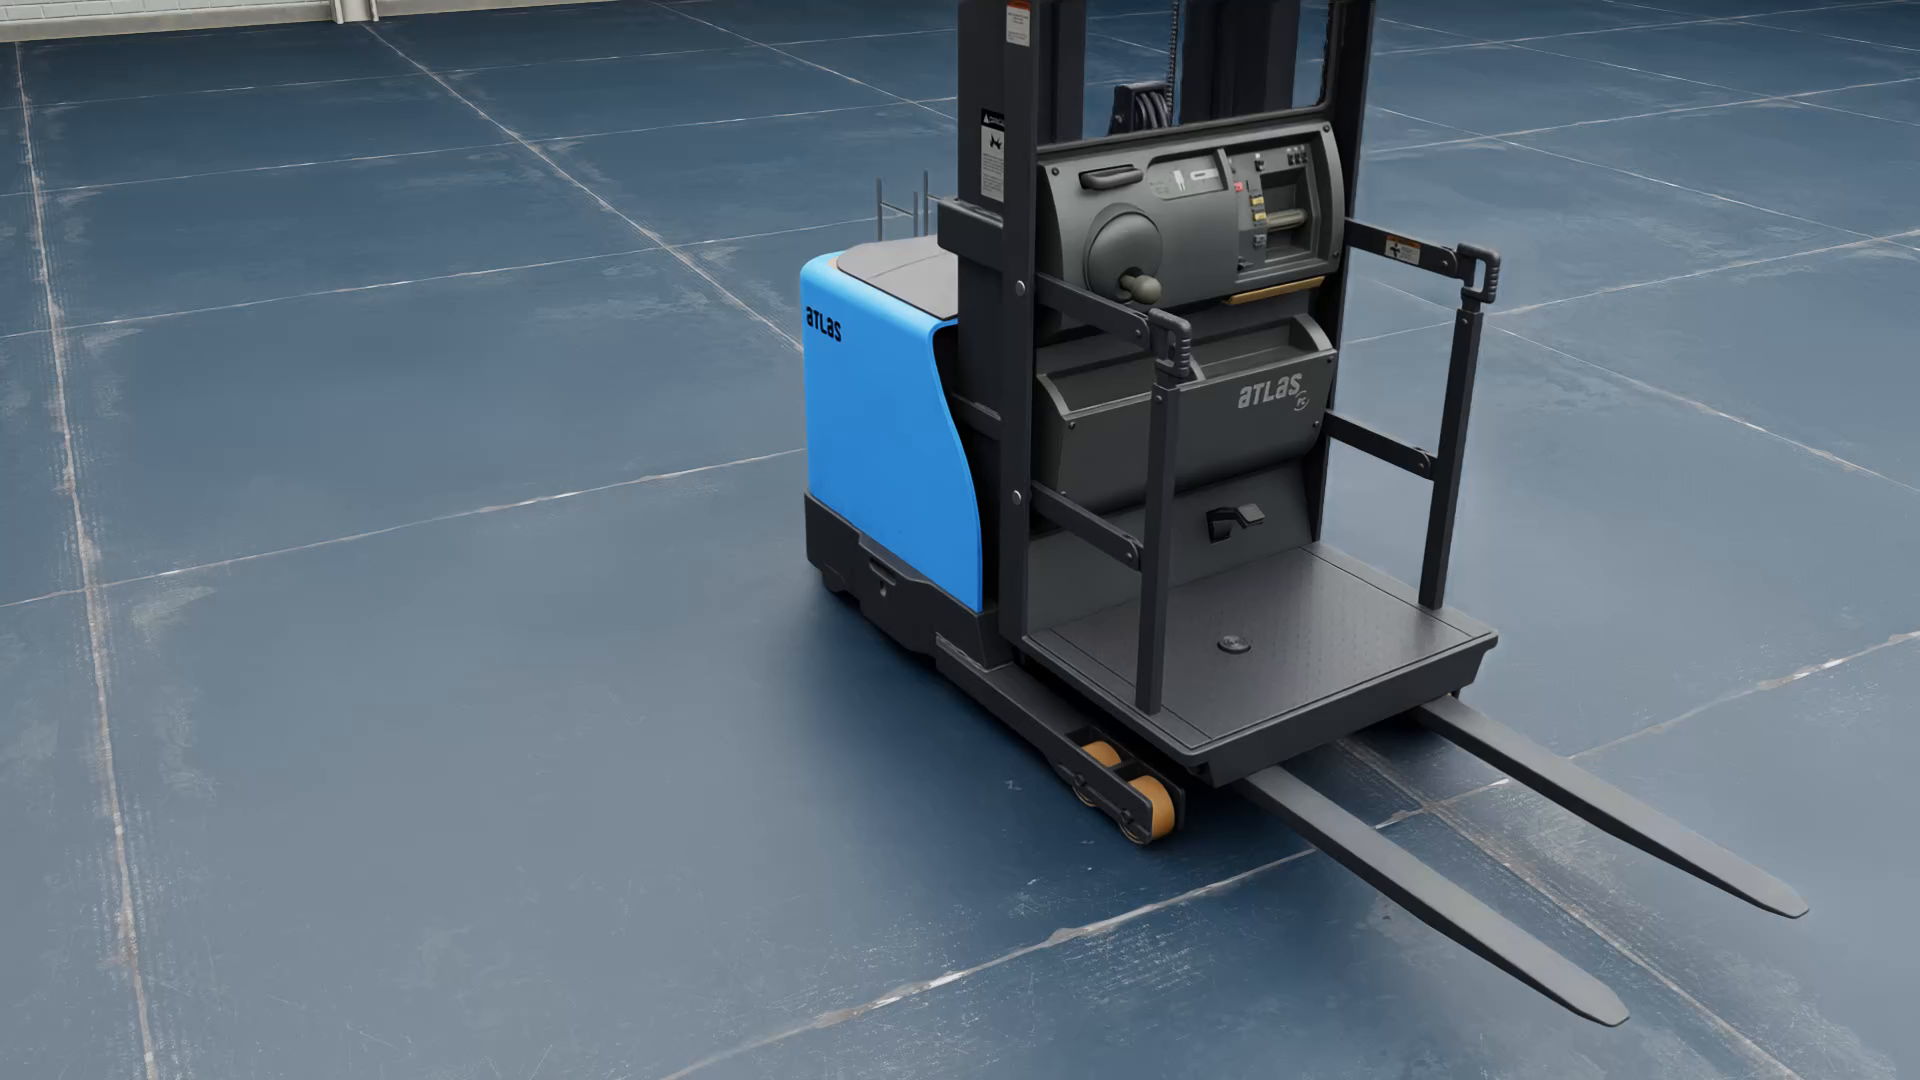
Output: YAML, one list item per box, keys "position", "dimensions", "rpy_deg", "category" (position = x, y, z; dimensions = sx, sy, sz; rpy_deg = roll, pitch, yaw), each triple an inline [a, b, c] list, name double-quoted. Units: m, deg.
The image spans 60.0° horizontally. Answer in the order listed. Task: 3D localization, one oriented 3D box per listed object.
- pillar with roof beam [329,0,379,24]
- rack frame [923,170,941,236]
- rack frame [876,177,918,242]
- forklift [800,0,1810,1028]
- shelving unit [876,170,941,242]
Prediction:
- position: [-3.966, -7.568, 11.115]
  dimensions: [0.400, 9.000, 9.100]
  rpy_deg: [-13, 29, -25]
  category: "pillar with roof beam"
- position: [-0.054, -0.654, 5.726]
  dimensions: [0.006, 1.200, 0.240]
  rpy_deg: [-17, 30, -31]
  category: "rack frame"
- position: [-0.204, -0.609, 5.632]
  dimensions: [0.006, 1.200, 0.240]
  rpy_deg: [-17, 30, -31]
  category: "rack frame"
- position: [0.724, -0.795, 4.020]
  dimensions: [1.130, 2.935, 3.031]
  rpy_deg: [-16, 30, -30]
  category: "forklift"
- position: [-0.129, -0.631, 5.679]
  dimensions: [0.189, 1.200, 0.258]
  rpy_deg: [-17, 30, -31]
  category: "shelving unit"
